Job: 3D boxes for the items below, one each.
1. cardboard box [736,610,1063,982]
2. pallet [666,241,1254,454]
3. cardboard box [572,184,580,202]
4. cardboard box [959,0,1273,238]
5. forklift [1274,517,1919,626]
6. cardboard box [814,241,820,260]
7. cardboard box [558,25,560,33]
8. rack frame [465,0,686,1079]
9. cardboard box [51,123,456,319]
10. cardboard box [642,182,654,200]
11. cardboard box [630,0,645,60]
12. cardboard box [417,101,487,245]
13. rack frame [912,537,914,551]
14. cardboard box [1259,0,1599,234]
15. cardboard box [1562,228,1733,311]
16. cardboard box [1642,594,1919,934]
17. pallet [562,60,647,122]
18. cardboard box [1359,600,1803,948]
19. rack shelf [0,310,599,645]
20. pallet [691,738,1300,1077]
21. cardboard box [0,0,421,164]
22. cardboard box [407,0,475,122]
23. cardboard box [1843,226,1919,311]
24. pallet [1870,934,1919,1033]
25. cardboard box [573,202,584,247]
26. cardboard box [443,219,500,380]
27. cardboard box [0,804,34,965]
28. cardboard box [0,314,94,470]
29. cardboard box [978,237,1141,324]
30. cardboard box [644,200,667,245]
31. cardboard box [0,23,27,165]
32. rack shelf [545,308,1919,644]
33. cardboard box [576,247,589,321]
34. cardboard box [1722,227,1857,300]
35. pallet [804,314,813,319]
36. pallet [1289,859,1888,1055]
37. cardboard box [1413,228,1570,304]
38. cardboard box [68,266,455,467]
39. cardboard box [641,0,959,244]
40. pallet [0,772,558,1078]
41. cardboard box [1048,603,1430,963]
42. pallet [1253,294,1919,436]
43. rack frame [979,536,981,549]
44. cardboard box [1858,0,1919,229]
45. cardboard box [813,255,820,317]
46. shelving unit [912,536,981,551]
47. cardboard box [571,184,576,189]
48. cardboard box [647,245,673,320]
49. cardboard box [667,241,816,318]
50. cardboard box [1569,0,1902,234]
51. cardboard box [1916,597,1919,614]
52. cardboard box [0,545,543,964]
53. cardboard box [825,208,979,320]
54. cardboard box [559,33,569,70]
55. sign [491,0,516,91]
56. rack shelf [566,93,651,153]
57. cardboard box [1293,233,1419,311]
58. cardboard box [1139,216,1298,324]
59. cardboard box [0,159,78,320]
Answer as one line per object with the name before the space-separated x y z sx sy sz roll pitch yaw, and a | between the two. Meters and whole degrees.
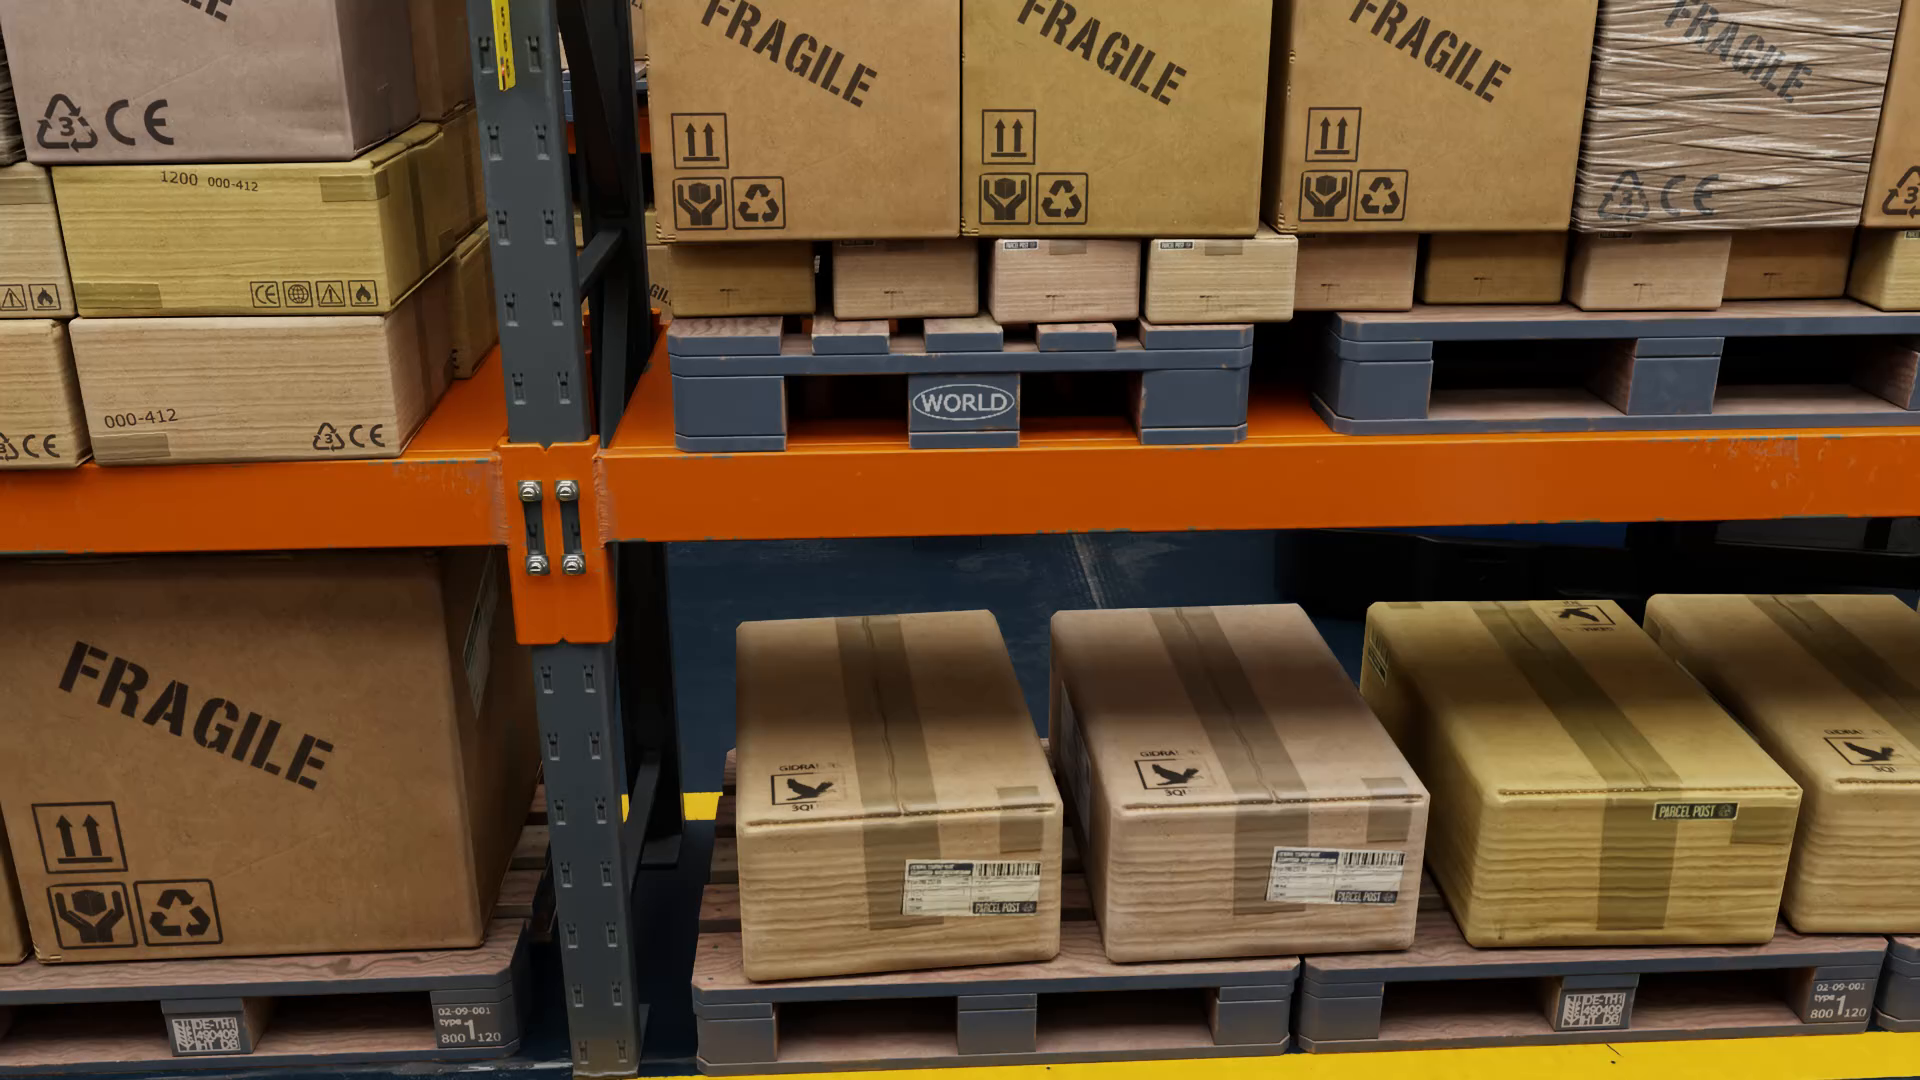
cardboard box | -0.169 0.517 3.649 0.625 0.372 0.950 -3 21 -7
pallet | -0.028 -0.469 3.407 1.003 0.211 1.213 -1 21 -3
cardboard box | -1.825 -1.705 8.395 0.250 0.149 0.380 -1 21 -1
cardboard box | 0.249 -0.828 2.932 0.500 0.500 0.500 0 21 0
forklift | 2.613 -1.201 5.156 3.031 2.935 1.130 4 21 10
cardboard box | -0.419 -0.675 3.442 0.250 0.149 0.380 0 21 -1
cardboard box | -2.055 -2.259 7.460 0.500 0.250 0.500 -2 21 -6
rack frame | -0.733 -0.506 3.235 0.127 3.000 1.000 -1 21 -3
cardboard box | -1.202 -0.570 2.910 0.500 0.250 0.500 -1 21 -3
cardboard box | -1.559 -1.701 8.384 0.250 0.149 0.380 0 21 0
cardboard box | -1.543 -2.558 7.892 0.500 0.500 0.500 0 21 -1
cardboard box | -1.253 -0.747 3.376 0.500 0.250 0.500 -1 21 -3
rack frame | -0.175 -0.487 5.925 0.008 1.050 0.200 -1 21 -3
cardboard box | 0.779 -0.842 2.967 0.500 0.500 0.500 -1 21 -2
cardboard box | 1.218 -0.541 3.090 0.250 0.149 0.380 -1 21 -1
cardboard box | 2.019 0.472 3.770 0.625 0.372 0.950 0 21 0
pallet | -1.693 -2.141 7.799 1.003 0.211 1.213 -1 21 -3
cardboard box | 1.325 0.486 3.731 0.625 0.372 0.950 0 21 -1
rack shelf | -2.730 -0.130 3.257 4.000 0.370 1.077 -1 21 -3
pallet | 0.047 0.781 3.772 1.213 0.211 1.003 -1 21 -3
cardboard box | -1.234 -0.917 2.768 0.500 0.500 0.500 -2 21 -5
cardboard box | -1.240 -1.097 3.241 0.500 0.500 0.500 -2 21 -5
cardboard box | 1.743 -0.542 3.093 0.250 0.149 0.380 -1 21 -3
pallet | 2.483 0.732 3.902 1.213 0.211 1.003 -1 21 -3
cardboard box | -1.770 -1.484 7.815 0.250 0.149 0.380 -2 21 -6
cardboard box | -1.236 -0.516 3.471 0.500 0.250 0.500 -2 21 -4
cardboard box | -2.318 0.291 3.536 0.875 0.875 0.875 -1 21 -2
cardboard box | -1.732 -0.318 2.951 0.500 0.250 0.500 -1 21 -2
cardboard box | 0.162 -0.509 3.005 0.250 0.149 0.380 -3 21 -7
cardboard box | -1.499 -1.501 7.858 0.250 0.149 0.380 -2 21 -6
cardboard box | -1.746 -0.904 2.733 0.500 0.500 0.500 -1 21 -2
rack shelf | 1.264 -0.211 3.470 4.000 0.370 1.077 -1 21 -3
cardboard box | -1.930 -1.206 7.996 0.500 0.500 0.500 -1 21 -4
cardboard box | 1.474 -0.574 3.175 0.250 0.149 0.380 -2 21 -5
pallet | -0.196 -0.969 8.370 1.213 0.211 1.003 -1 21 -3
pallet | 1.262 0.758 3.834 1.213 0.211 1.003 -1 21 -3
cardboard box | 0.954 -0.559 3.137 0.250 0.149 0.380 0 21 -1
cardboard box | -1.223 -0.334 2.993 0.500 0.250 0.500 -2 21 -5
cardboard box | -0.271 -0.815 2.898 0.500 0.500 0.500 -2 21 -5
pallet | -1.525 0.786 3.760 1.213 0.211 1.003 -1 21 -3
cardboard box | 0.568 0.500 3.696 0.625 0.372 0.950 -2 21 -4
pallet | 1.241 -0.472 3.413 1.213 0.211 1.003 -1 21 -3
rack frame | 0.068 -0.492 5.938 0.008 1.050 0.200 -1 21 -3
cardboard box | 1.802 -0.860 3.015 0.500 0.500 0.500 0 21 -1
cardboard box | -0.397 -1.364 8.235 0.625 0.625 0.875 -1 21 -1
shelving unit | -0.053 -0.490 5.931 0.252 1.050 0.215 -1 21 -3
cardboard box | -2.069 -1.672 8.307 0.250 0.149 0.380 -1 21 -2
cardboard box | -1.430 -1.213 8.013 0.500 0.500 0.500 -1 21 -1
cardboard box | -0.398 -0.526 3.049 0.250 0.149 0.380 -2 21 -6
cardboard box | 1.279 -0.849 2.986 0.500 0.500 0.500 -2 21 -5
cardboard box | 2.737 0.456 3.811 0.625 0.372 0.950 -1 21 -2
cardboard box | -1.428 0.275 3.579 0.875 0.875 0.875 -1 21 -4
cardboard box | -0.114 -0.520 3.033 0.250 0.149 0.380 -2 21 -6
cardboard box | -1.654 -2.199 7.443 0.250 0.149 0.380 -1 21 -2
sign | -0.698 -0.850 2.512 0.005 0.325 0.100 -1 21 -3
rack shelf | -3.017 -1.893 7.888 4.000 0.370 1.077 -1 21 -3
cardboard box | 0.674 -0.540 3.086 0.250 0.149 0.380 0 21 0
cardboard box | 0.438 -0.507 3.000 0.250 0.149 0.380 -1 21 -3
cardboard box | -1.714 -0.558 2.879 0.500 0.250 0.500 -2 21 -4
